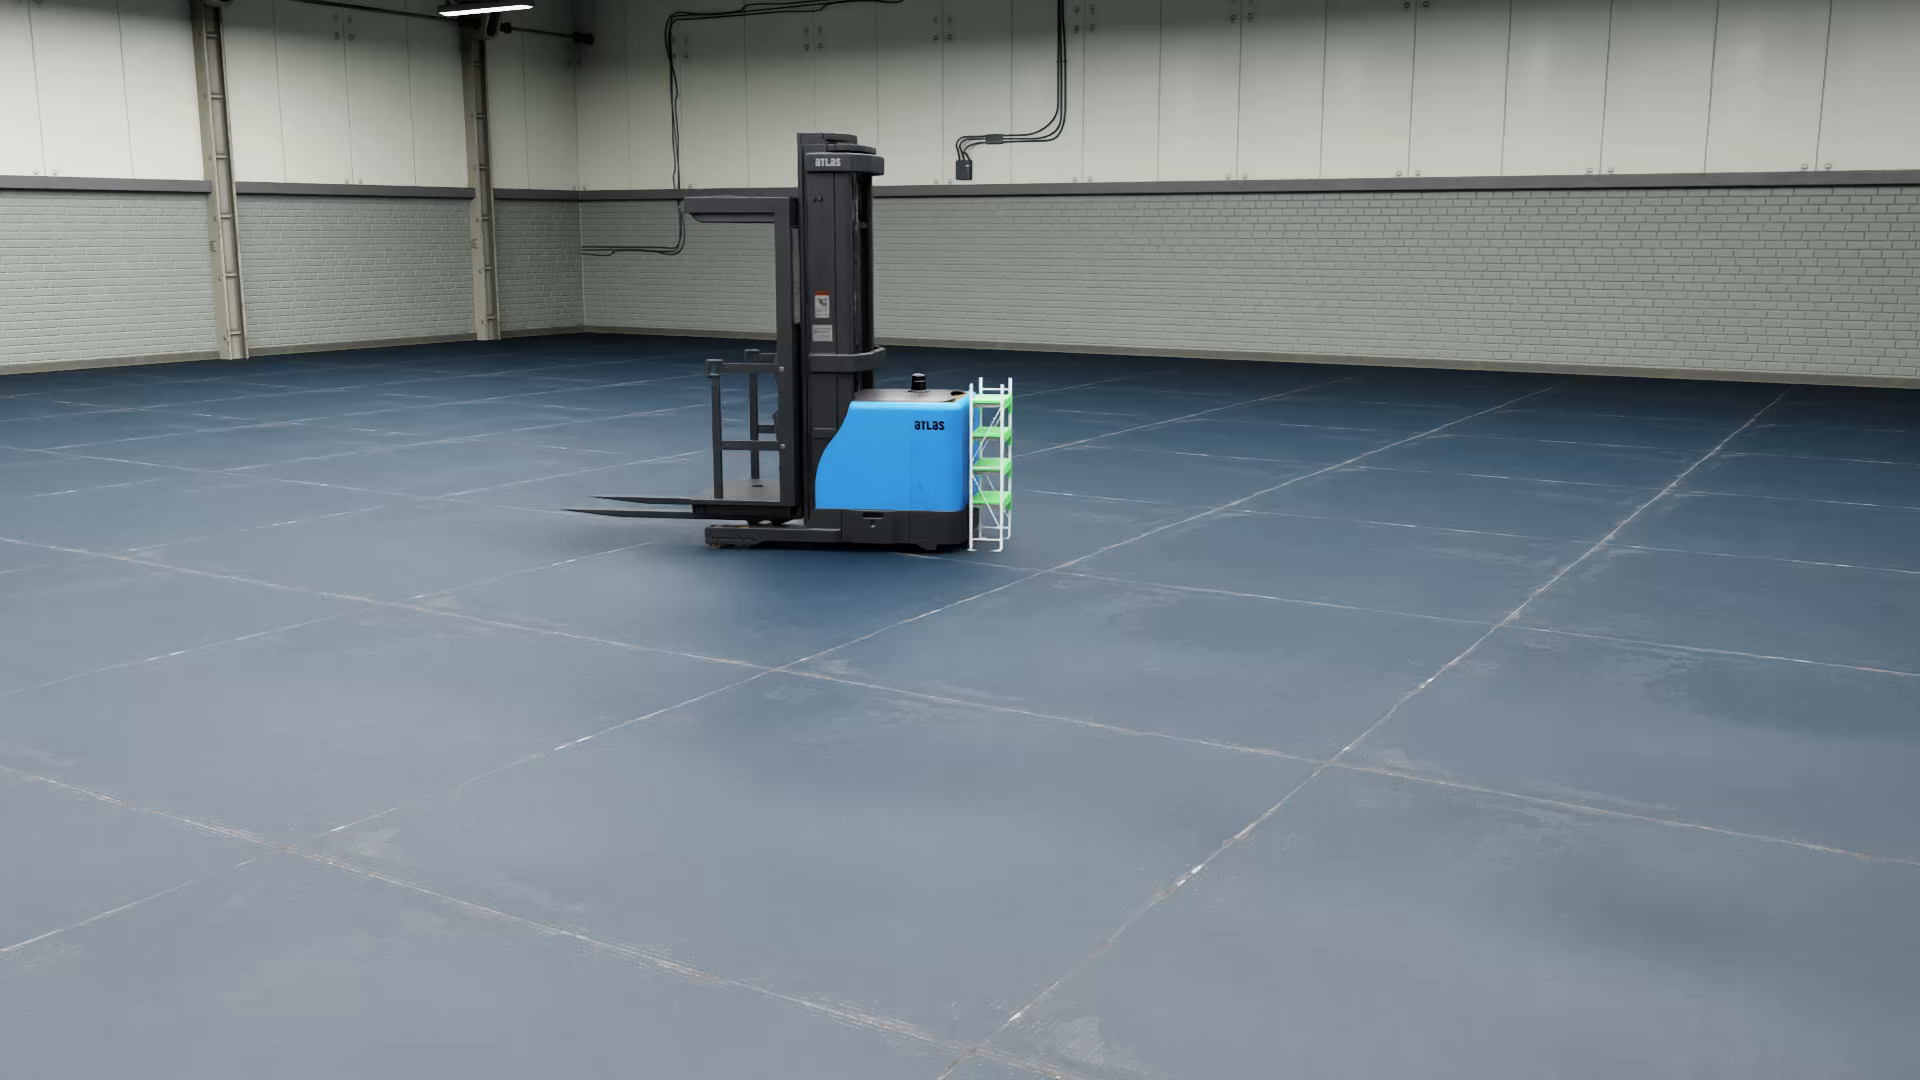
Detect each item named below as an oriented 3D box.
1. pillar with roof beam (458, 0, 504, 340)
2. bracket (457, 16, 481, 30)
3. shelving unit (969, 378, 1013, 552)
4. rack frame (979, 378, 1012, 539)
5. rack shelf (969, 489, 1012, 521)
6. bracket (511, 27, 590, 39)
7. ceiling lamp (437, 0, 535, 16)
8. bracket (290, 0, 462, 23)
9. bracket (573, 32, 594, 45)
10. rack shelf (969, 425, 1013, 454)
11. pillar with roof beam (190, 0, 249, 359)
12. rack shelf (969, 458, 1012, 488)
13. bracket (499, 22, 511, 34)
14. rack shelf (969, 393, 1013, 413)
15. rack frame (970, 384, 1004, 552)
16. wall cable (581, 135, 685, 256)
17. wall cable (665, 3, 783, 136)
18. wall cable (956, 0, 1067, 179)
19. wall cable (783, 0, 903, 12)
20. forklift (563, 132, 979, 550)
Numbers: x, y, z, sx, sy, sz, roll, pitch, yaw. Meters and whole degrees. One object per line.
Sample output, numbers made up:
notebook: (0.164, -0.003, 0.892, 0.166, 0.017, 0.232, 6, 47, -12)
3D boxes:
pillar with roof beam: (-6.166, -8.197, 31.701, 9.100, 9.000, 0.548, 6, 12, 31)
bracket: (-9.757, -10.279, 33.037, 0.235, 0.232, 0.430, 6, 12, 31)
shelving unit: (0.225, -0.556, 12.075, 0.258, 1.200, 0.503, 2, 11, 8)
rack frame: (0.261, -0.600, 12.312, 0.240, 1.200, 0.015, 2, 11, 8)
rack shelf: (0.224, -0.257, 12.131, 0.258, 0.148, 0.480, 2, 11, 8)
bracket: (-8.403, -10.689, 35.229, 0.076, 0.066, 3.189, 6, 12, 31)
ceiling lamp: (-7.792, -10.416, 27.691, 2.000, 3.185, 0.800, 6, 12, 31)
bracket: (-11.095, -9.874, 30.872, 0.076, 0.066, 4.783, 6, 12, 31)
bracket: (-8.096, -10.782, 35.725, 0.235, 0.232, 0.430, 6, 12, 31)
rack shelf: (0.225, -0.729, 12.042, 0.258, 0.148, 0.480, 2, 11, 8)
pillar with roof beam: (-9.281, -7.254, 26.660, 9.100, 9.000, 0.548, 6, 12, 31)
rack shelf: (0.225, -0.493, 12.086, 0.258, 0.148, 0.480, 2, 11, 8)
bracket: (-9.326, -10.409, 33.734, 0.235, 0.232, 0.430, 6, 12, 31)
rack shelf: (0.225, -0.965, 11.998, 0.258, 0.148, 0.480, 2, 11, 8)
rack frame: (0.189, -0.511, 11.837, 0.240, 1.200, 0.015, 2, 11, 8)
wall cable: (-7.186, -7.419, 35.983, 3.097, 2.526, 0.112, 6, 12, 31)
wall cable: (-4.874, -9.643, 34.138, 3.097, 2.526, 0.112, 6, 12, 31)
wall cable: (0.920, -9.708, 30.527, 2.305, 6.003, 0.169, 6, 12, 31)
wall cable: (-2.229, -11.583, 32.140, 3.097, 2.526, 0.112, 6, 12, 31)
forklift: (-1.406, -1.469, 12.248, 3.031, 2.935, 1.130, 2, 11, 8)
